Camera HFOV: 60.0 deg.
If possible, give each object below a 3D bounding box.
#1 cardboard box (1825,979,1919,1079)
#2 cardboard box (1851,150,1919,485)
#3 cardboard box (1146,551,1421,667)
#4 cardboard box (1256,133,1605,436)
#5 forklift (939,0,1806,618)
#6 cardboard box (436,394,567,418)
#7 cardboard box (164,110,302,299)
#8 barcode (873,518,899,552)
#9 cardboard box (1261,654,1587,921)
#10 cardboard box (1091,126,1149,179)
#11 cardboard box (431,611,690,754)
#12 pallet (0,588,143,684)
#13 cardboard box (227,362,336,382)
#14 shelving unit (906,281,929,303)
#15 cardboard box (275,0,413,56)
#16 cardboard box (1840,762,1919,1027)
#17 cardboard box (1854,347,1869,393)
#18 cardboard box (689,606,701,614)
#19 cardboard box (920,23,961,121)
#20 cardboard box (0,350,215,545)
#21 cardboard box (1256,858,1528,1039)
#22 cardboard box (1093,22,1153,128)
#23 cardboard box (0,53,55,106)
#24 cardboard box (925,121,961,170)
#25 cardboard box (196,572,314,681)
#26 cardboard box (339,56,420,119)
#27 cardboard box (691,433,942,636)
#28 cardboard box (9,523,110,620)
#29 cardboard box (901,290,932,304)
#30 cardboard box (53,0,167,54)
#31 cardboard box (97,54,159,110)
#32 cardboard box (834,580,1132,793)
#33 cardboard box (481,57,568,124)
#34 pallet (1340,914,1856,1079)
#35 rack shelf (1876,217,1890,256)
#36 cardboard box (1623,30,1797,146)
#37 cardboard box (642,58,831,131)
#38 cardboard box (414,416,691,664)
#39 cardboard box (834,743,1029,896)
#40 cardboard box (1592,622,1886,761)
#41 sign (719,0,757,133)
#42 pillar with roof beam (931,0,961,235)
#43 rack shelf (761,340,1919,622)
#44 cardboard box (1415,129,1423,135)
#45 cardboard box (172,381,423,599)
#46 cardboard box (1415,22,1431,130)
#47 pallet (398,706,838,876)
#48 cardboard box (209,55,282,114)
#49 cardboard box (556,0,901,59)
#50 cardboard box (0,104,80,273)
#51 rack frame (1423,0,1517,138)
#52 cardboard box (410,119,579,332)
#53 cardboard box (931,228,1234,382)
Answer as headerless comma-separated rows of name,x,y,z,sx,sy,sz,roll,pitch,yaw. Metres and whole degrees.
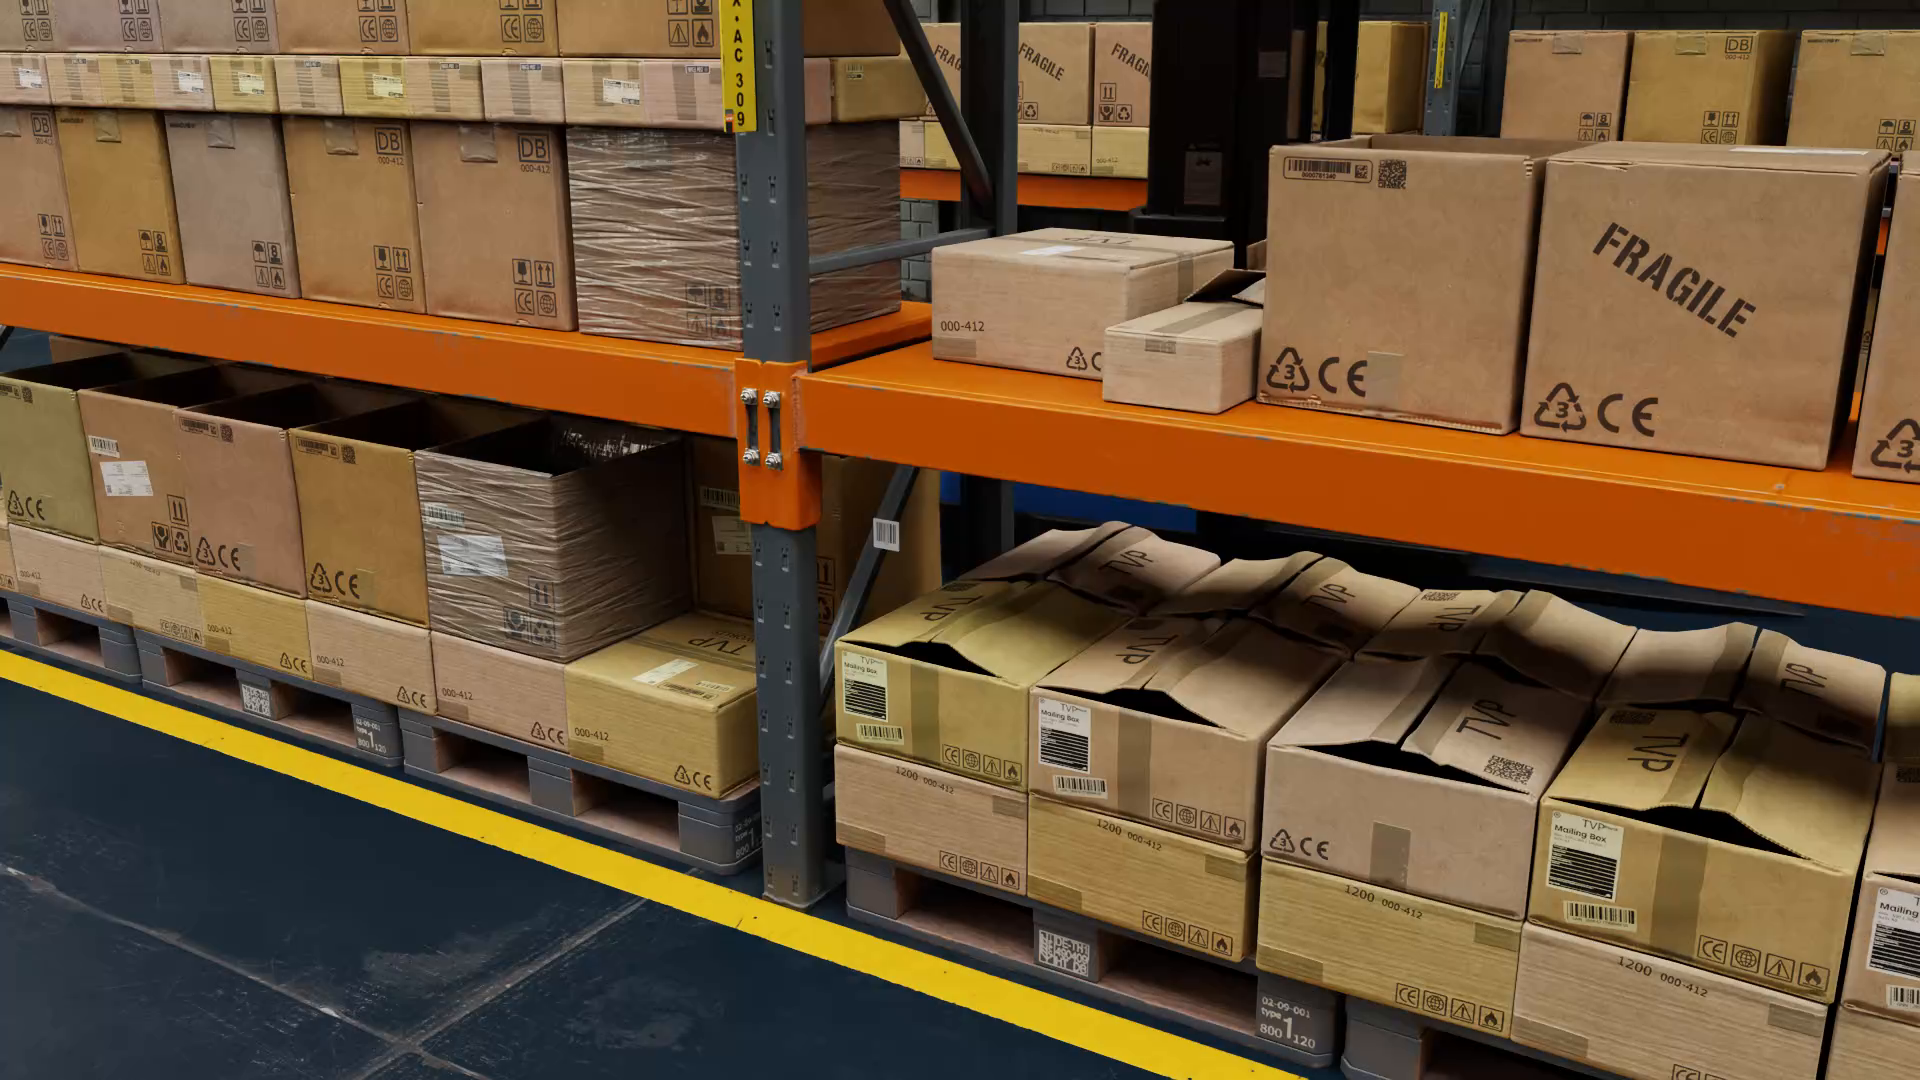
cardboard box,1.803,0.869,2.868,0.500,0.250,0.500,11,20,31
cardboard box,1.809,-0.370,2.768,0.500,0.500,0.500,9,19,27
cardboard box,0.780,0.235,3.991,0.500,0.311,0.500,11,20,32
cardboard box,0.933,-0.527,3.282,0.500,0.500,0.500,12,21,34
forklift,1.456,-1.214,5.835,3.031,2.935,1.130,7,18,23
cardboard box,-1.245,-0.224,5.176,0.500,0.500,0.500,10,20,30
cardboard box,-1.858,-1.027,4.930,0.500,0.500,0.700,11,20,32
barcode,-0.162,-0.012,3.651,0.075,0.075,0.001,10,20,30
cardboard box,0.926,0.447,3.292,0.500,0.311,0.500,9,19,28
cardboard box,1.009,-1.993,8.504,0.500,0.250,0.500,10,20,30
cardboard box,-1.092,0.340,4.609,0.500,0.250,0.500,10,20,30
pallet,-2.896,0.152,6.018,1.213,0.211,1.003,10,20,30
cardboard box,-2.098,-0.376,5.676,0.500,0.500,0.500,10,20,30
shelving unit,-0.056,-0.504,6.735,0.252,1.050,0.215,7,18,23
cardboard box,-1.401,-1.567,4.476,0.500,0.500,0.700,10,20,30
cardboard box,1.797,0.601,2.784,0.500,0.311,0.500,10,20,30
cardboard box,3.944,-0.660,7.437,0.500,0.500,0.700,10,20,31
cardboard box,-0.821,0.212,5.031,0.500,0.250,0.500,10,20,30
cardboard box,0.122,-2.507,8.908,0.500,0.500,0.500,9,19,28
cardboard box,-2.802,-0.320,5.492,0.500,0.500,0.500,10,20,30
cardboard box,0.930,0.714,3.379,0.500,0.250,0.500,9,19,28
cardboard box,1.011,-2.353,8.400,0.500,0.500,0.500,9,19,28
cardboard box,-2.696,-1.417,5.096,0.250,0.149,0.380,10,19,29
cardboard box,0.150,-2.146,9.009,0.500,0.250,0.500,10,19,29
cardboard box,-1.952,0.192,5.098,0.500,0.250,0.500,10,20,30
cardboard box,-1.371,-1.182,4.322,0.250,0.149,0.380,10,20,30
cardboard box,-0.393,-0.072,4.675,0.500,0.500,0.500,10,20,30
cardboard box,-2.801,0.038,5.603,0.500,0.250,0.500,10,20,30
cardboard box,-0.438,-1.312,9.909,0.500,0.311,0.500,8,19,24
cardboard box,-2.253,-1.719,4.977,0.500,0.500,0.700,10,20,30
cardboard box,-2.250,-1.338,4.837,0.250,0.149,0.380,10,19,29
cardboard box,0.060,0.291,3.805,0.500,0.311,0.500,10,20,30
cardboard box,-0.940,-1.104,4.065,0.250,0.149,0.380,9,19,28
pallet,1.530,0.942,3.416,1.213,0.211,1.003,10,20,30
rack shelf,4.132,-1.259,7.102,4.000,0.370,1.077,10,20,30
cardboard box,3.316,-1.993,7.352,0.500,0.500,0.700,13,21,36
cardboard box,-0.505,-1.026,3.811,0.250,0.149,0.380,10,20,30
cardboard box,-1.091,-0.019,4.502,0.500,0.500,0.500,10,20,30
cardboard box,0.052,0.558,3.893,0.500,0.250,0.500,10,19,29
cardboard box,1.631,0.389,3.484,0.500,0.311,0.500,10,19,29
sign,-0.451,-0.994,3.368,0.005,0.325,0.100,10,20,30
pillar with roof beam,-2.185,-4.428,5.975,0.400,9.000,9.100,10,20,30
rack shelf,1.543,-0.031,3.061,4.000,0.370,1.077,10,20,30
cardboard box,2.139,-1.970,8.428,0.500,0.250,0.500,10,20,31
cardboard box,-1.953,-0.167,4.988,0.500,0.500,0.500,10,20,30
cardboard box,2.137,-2.327,8.315,0.500,0.500,0.500,10,19,29
pallet,-0.817,0.523,4.796,1.213,0.211,1.003,10,20,30
cardboard box,-1.814,-1.259,4.579,0.250,0.149,0.380,11,20,32
cardboard box,-0.543,-1.414,3.972,0.500,0.500,0.700,10,20,30
cardboard box,-2.729,-1.183,5.443,0.500,0.500,0.700,11,20,31
rack frame,2.428,-1.907,7.999,0.127,3.000,1.000,10,20,30
cardboard box,-0.996,-0.872,4.420,0.500,0.500,0.700,10,20,29
cardboard box,0.281,-0.544,3.769,0.500,0.250,0.500,12,20,33
